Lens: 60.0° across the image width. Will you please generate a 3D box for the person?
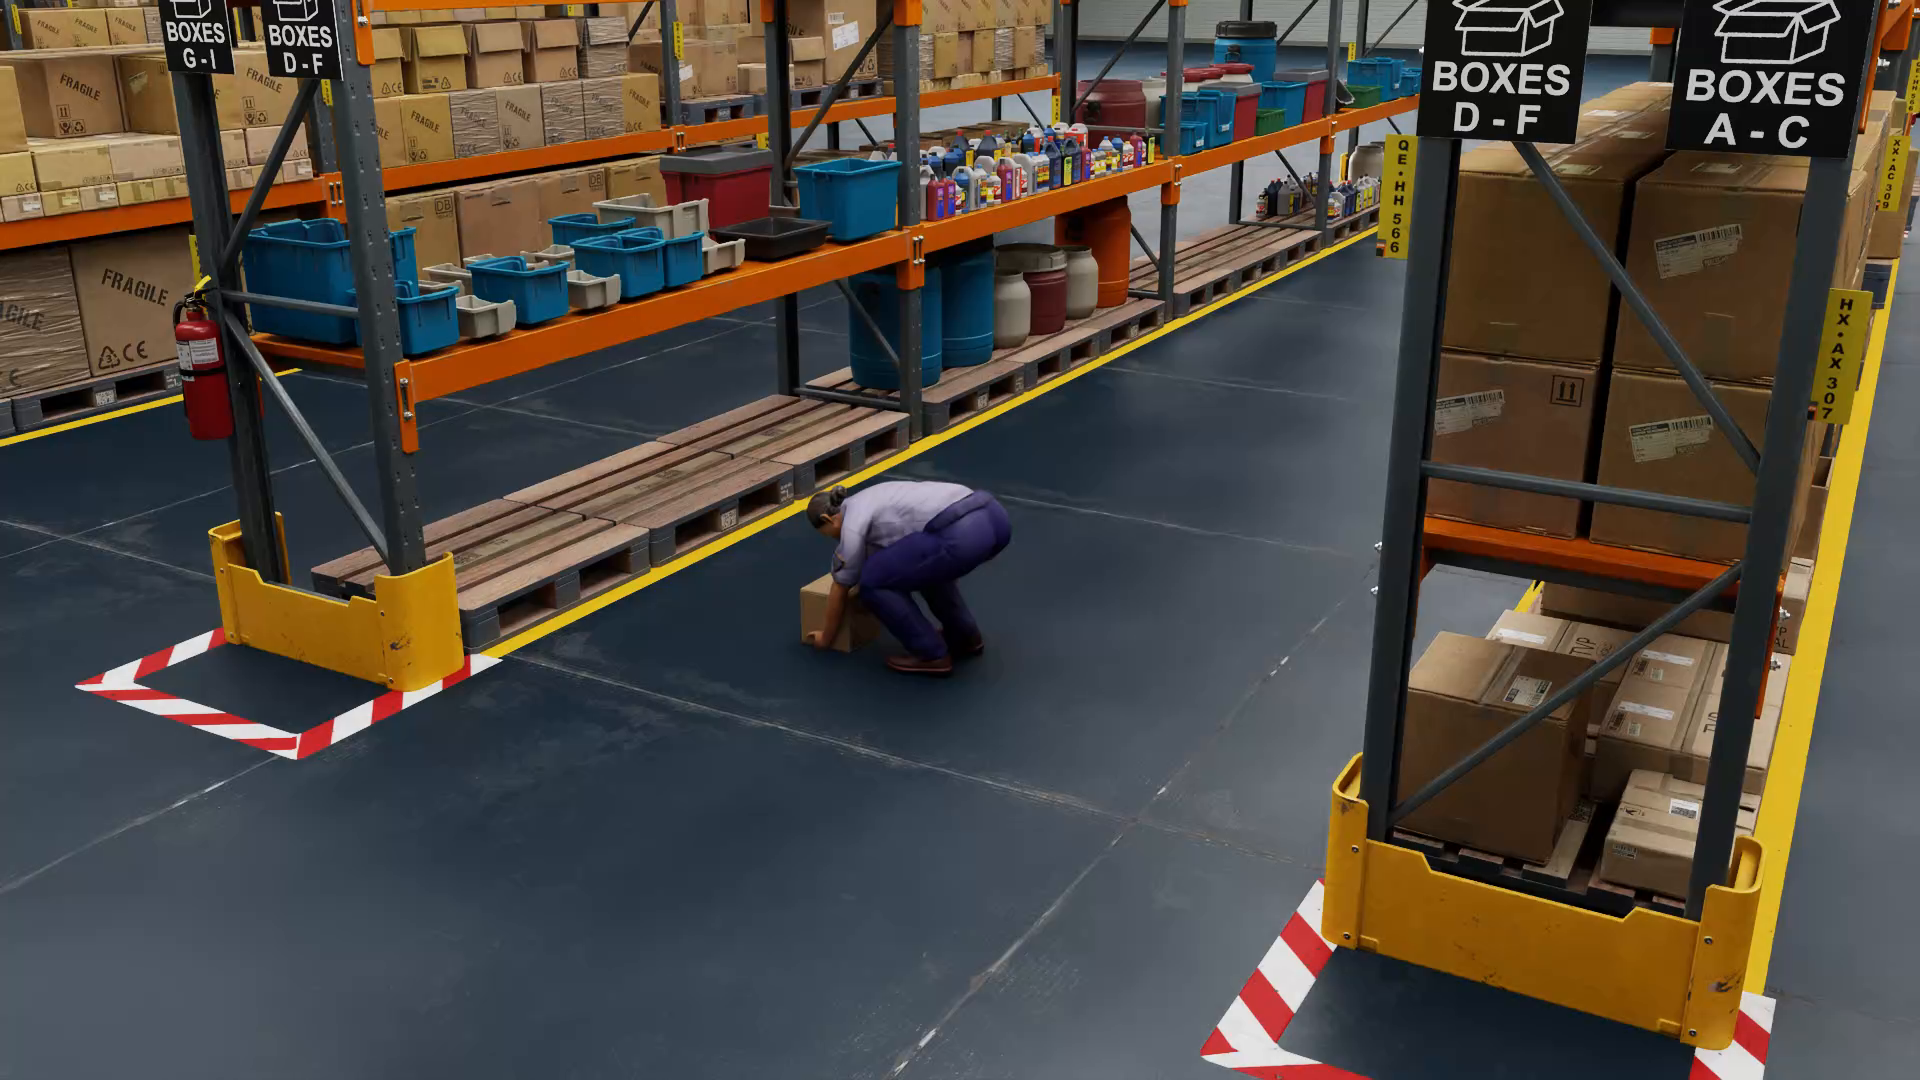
[{"bbox_3d":[-0.241,0.130,7.058,0.905,0.783,0.524,10,22,25],"label":"person"}]
